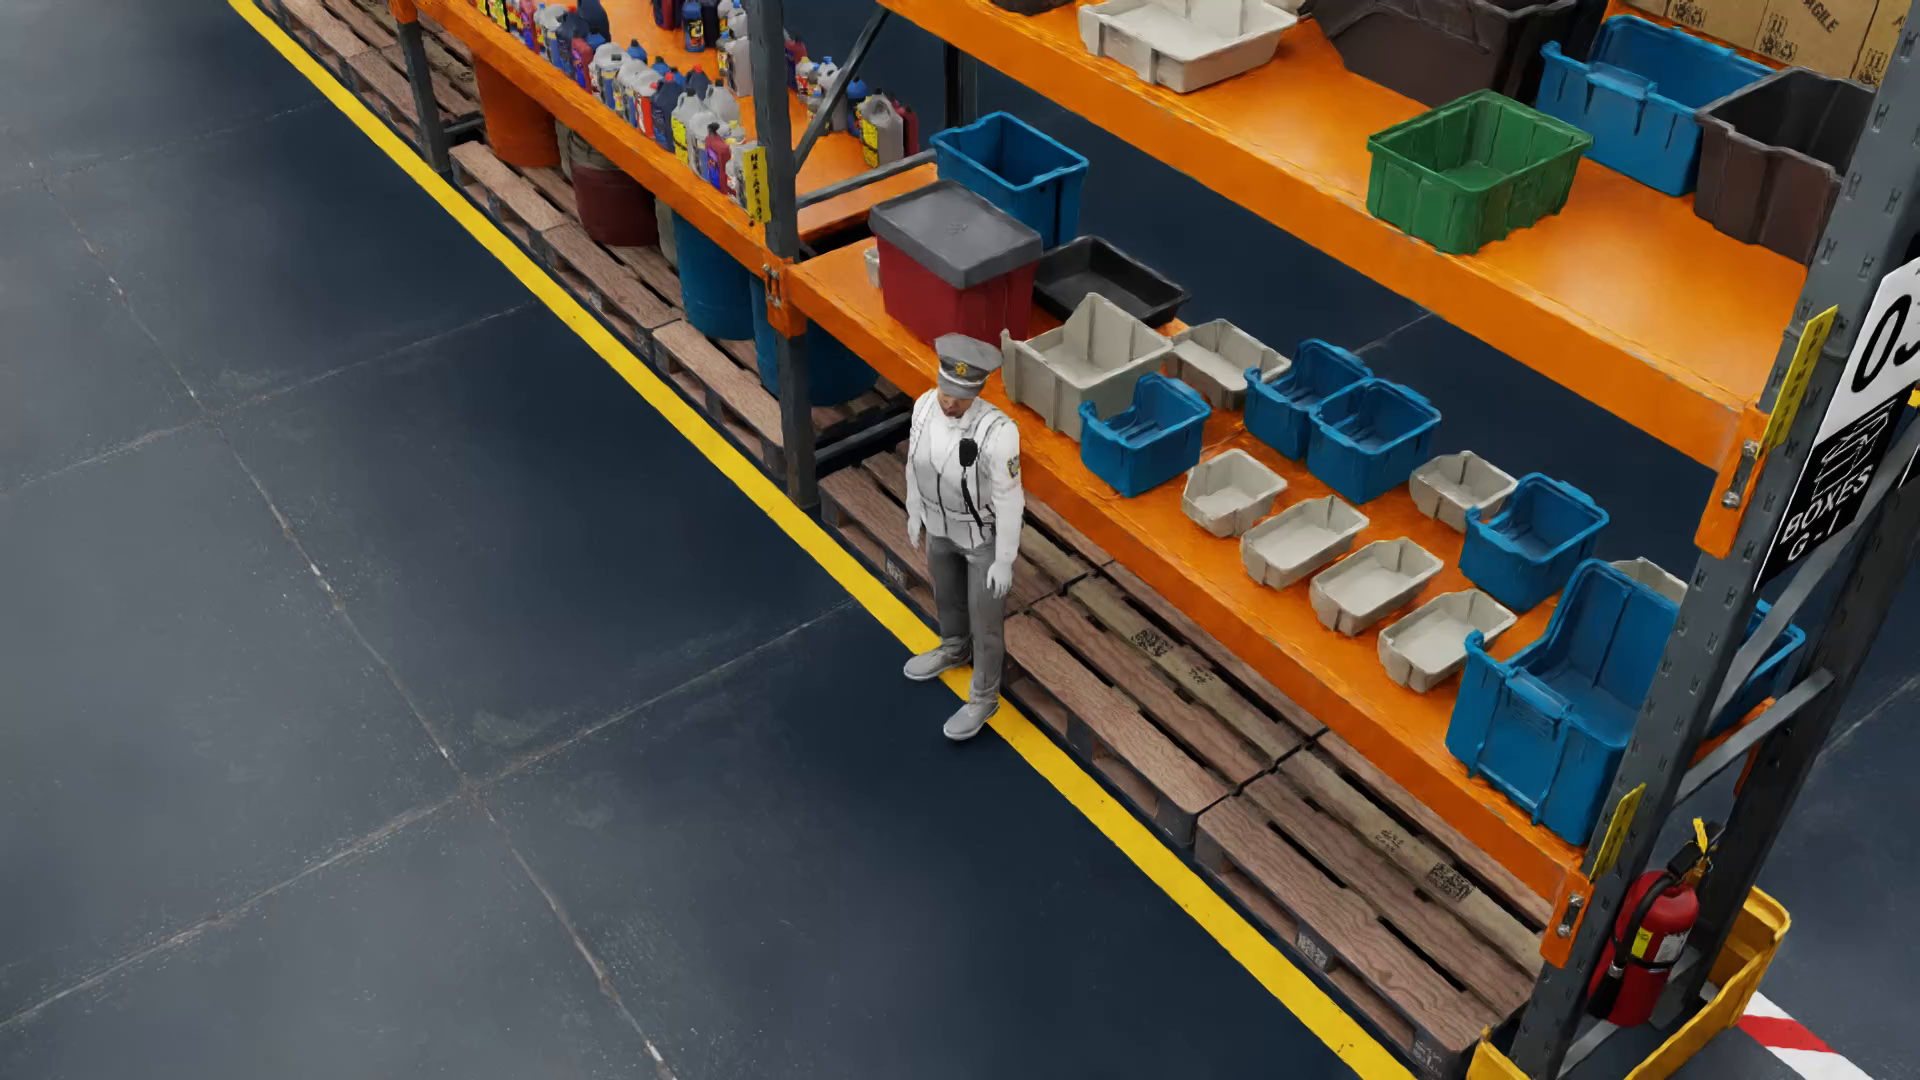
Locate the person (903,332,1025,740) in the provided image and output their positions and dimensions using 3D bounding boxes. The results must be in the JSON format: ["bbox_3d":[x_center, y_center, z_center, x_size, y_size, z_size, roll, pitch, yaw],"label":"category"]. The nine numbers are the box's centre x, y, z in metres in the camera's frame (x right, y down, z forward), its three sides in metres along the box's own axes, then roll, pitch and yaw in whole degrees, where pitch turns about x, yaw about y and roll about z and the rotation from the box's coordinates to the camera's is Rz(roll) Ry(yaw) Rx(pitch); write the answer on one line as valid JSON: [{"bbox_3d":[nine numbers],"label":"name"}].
[{"bbox_3d":[-0.016,-0.006,6.114,0.537,1.684,0.435,28,48,29],"label":"person"}]
